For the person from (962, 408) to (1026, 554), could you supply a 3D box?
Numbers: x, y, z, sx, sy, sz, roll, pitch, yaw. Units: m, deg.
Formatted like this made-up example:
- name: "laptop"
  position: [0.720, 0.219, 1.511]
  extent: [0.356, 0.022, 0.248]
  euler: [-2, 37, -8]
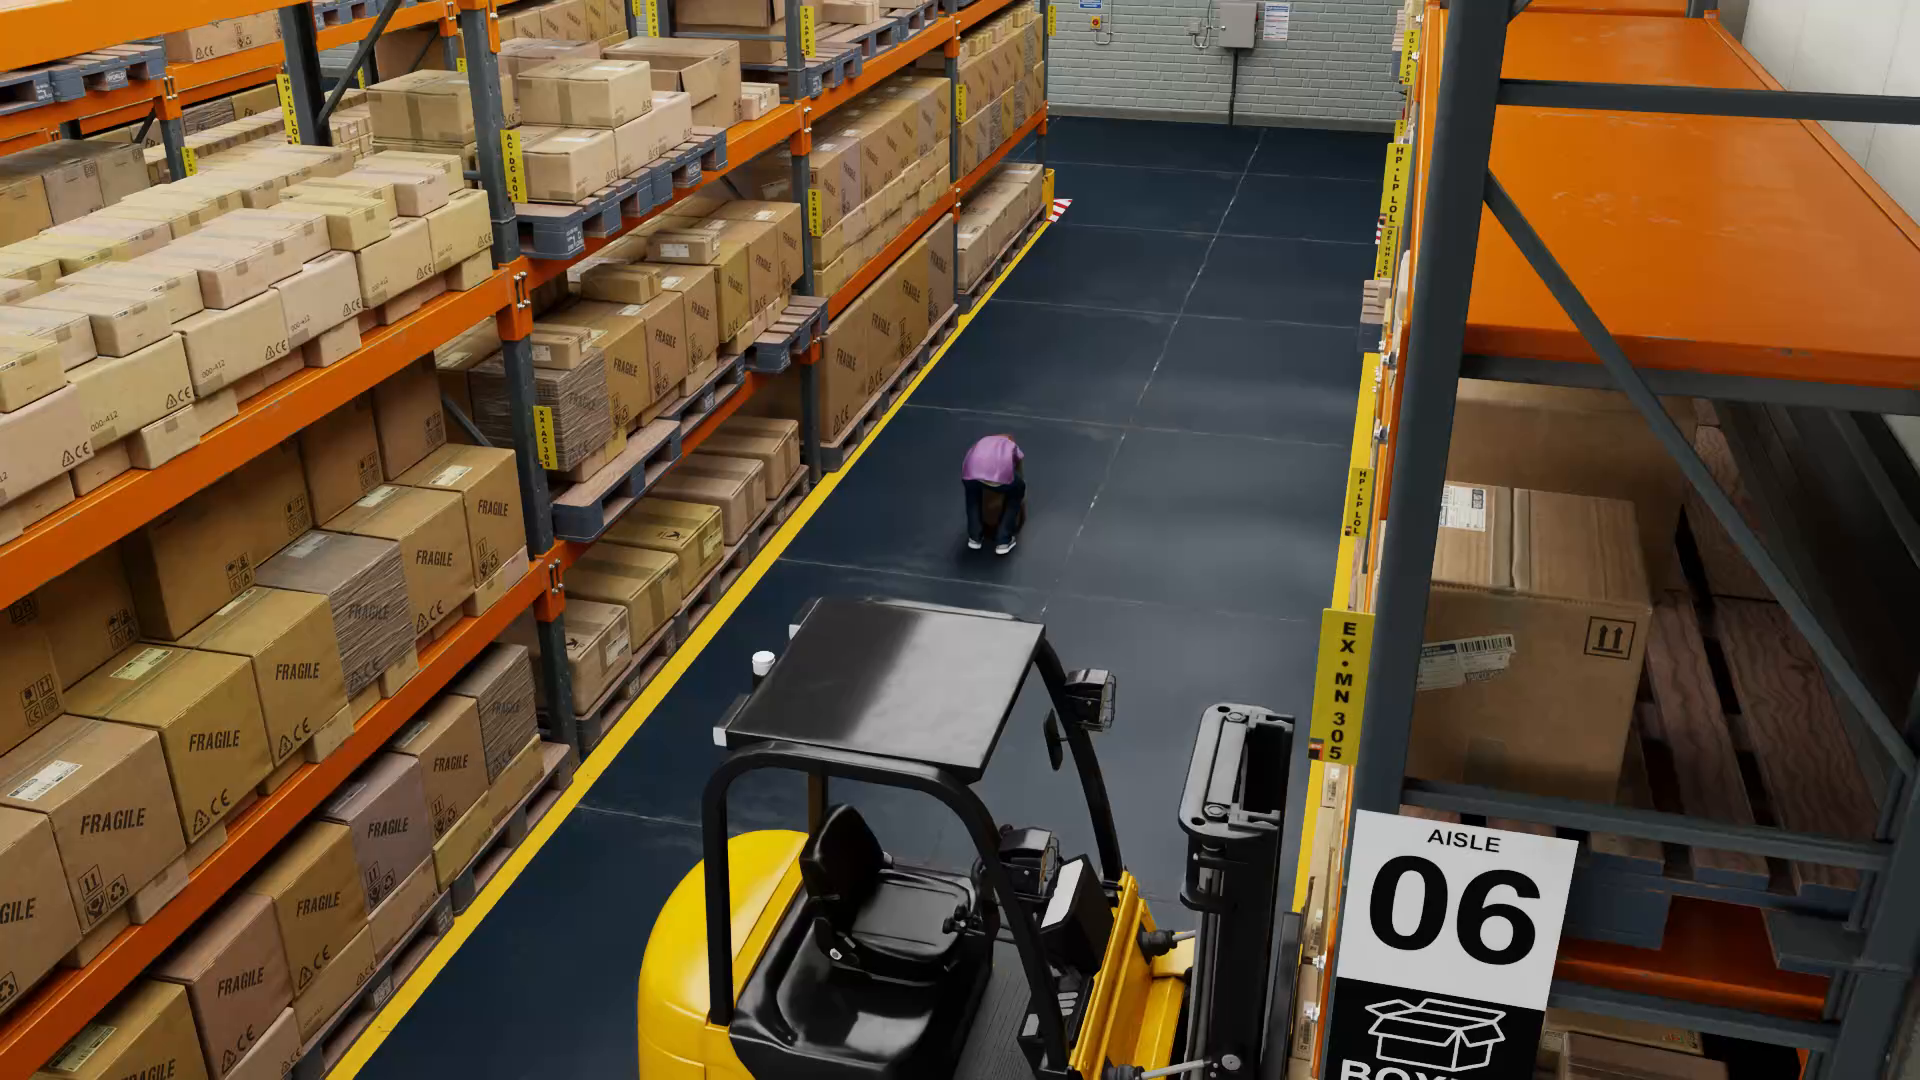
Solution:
- name: "person"
  position: [0.245, -0.452, 11.386]
  extent: [0.405, 0.948, 0.866]
  euler: [5, 26, 11]
